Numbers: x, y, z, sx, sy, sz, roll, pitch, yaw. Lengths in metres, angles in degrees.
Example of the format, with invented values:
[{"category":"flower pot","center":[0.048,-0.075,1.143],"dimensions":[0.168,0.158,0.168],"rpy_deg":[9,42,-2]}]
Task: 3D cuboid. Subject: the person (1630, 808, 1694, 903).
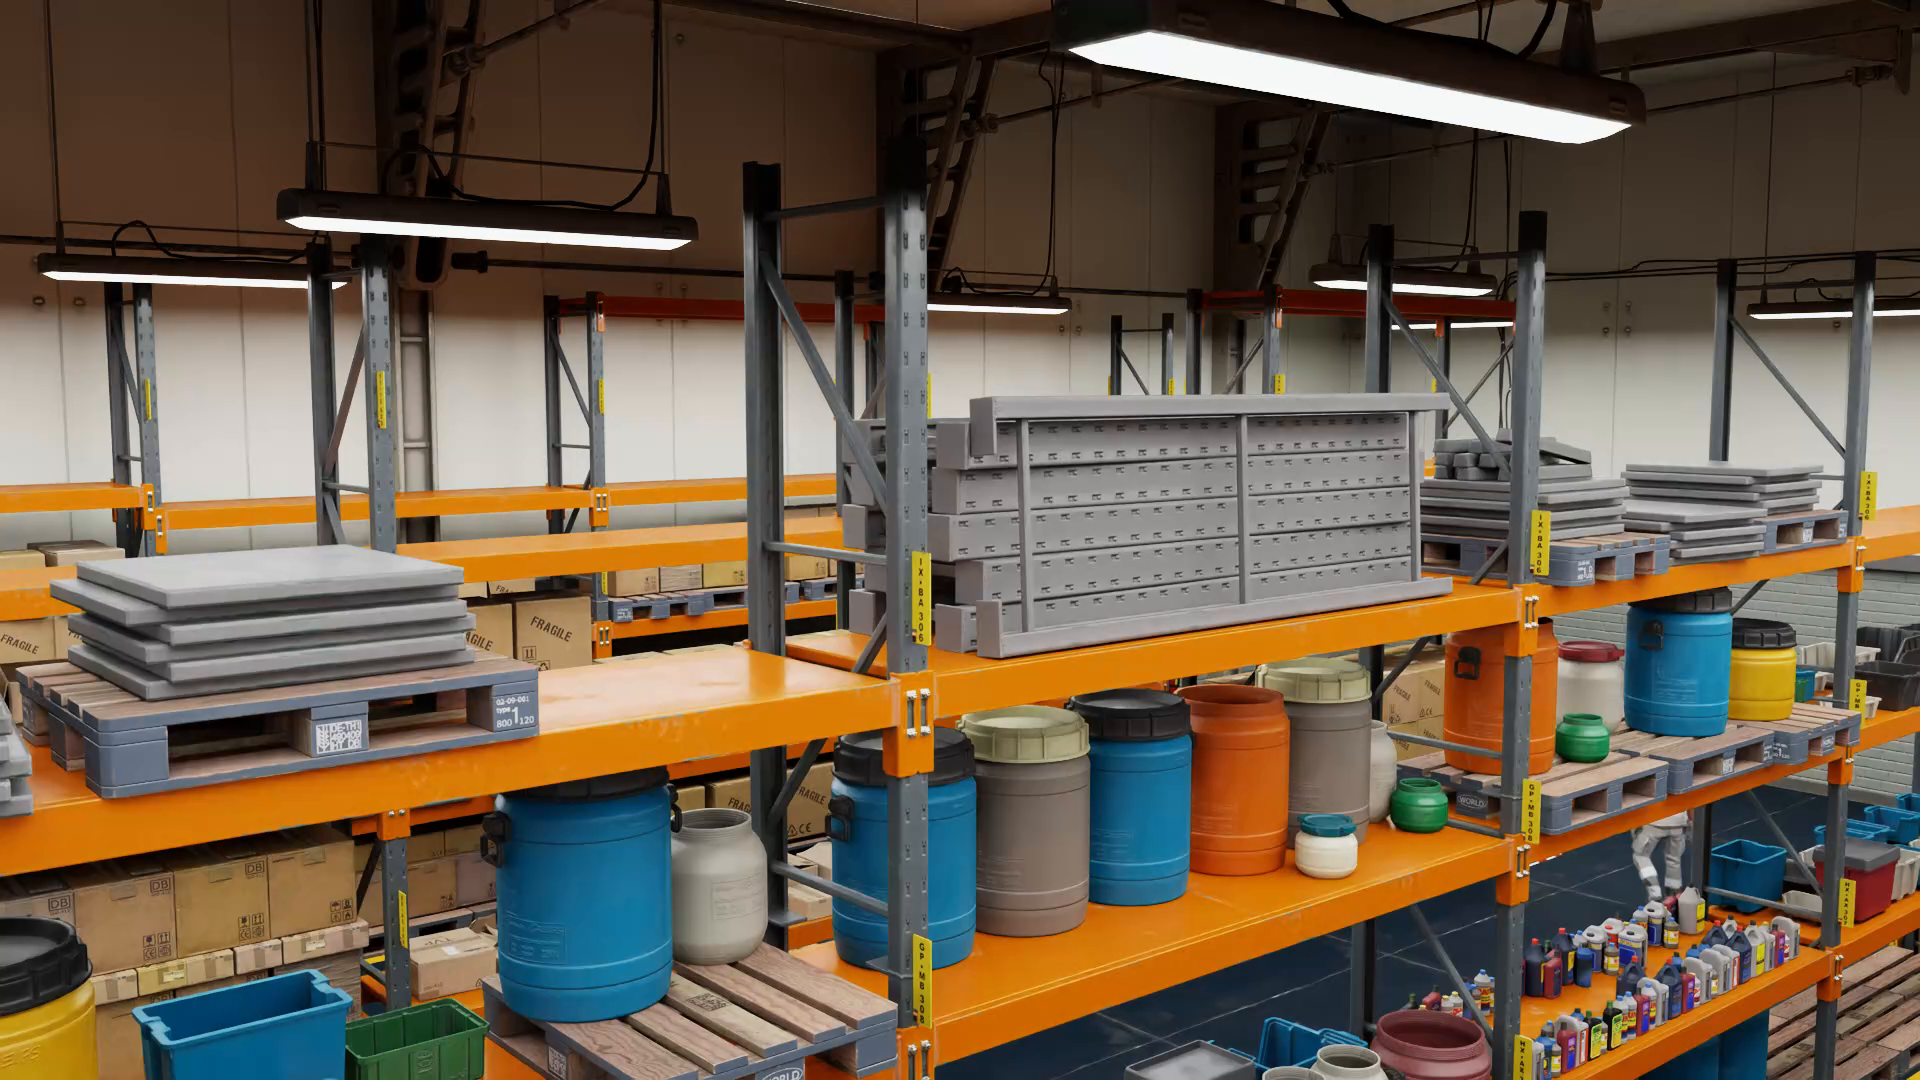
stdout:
[{"category":"person","center":[6.785,2.743,16.058],"dimensions":[0.610,1.785,0.569],"rpy_deg":[-1,6,-8]}]
